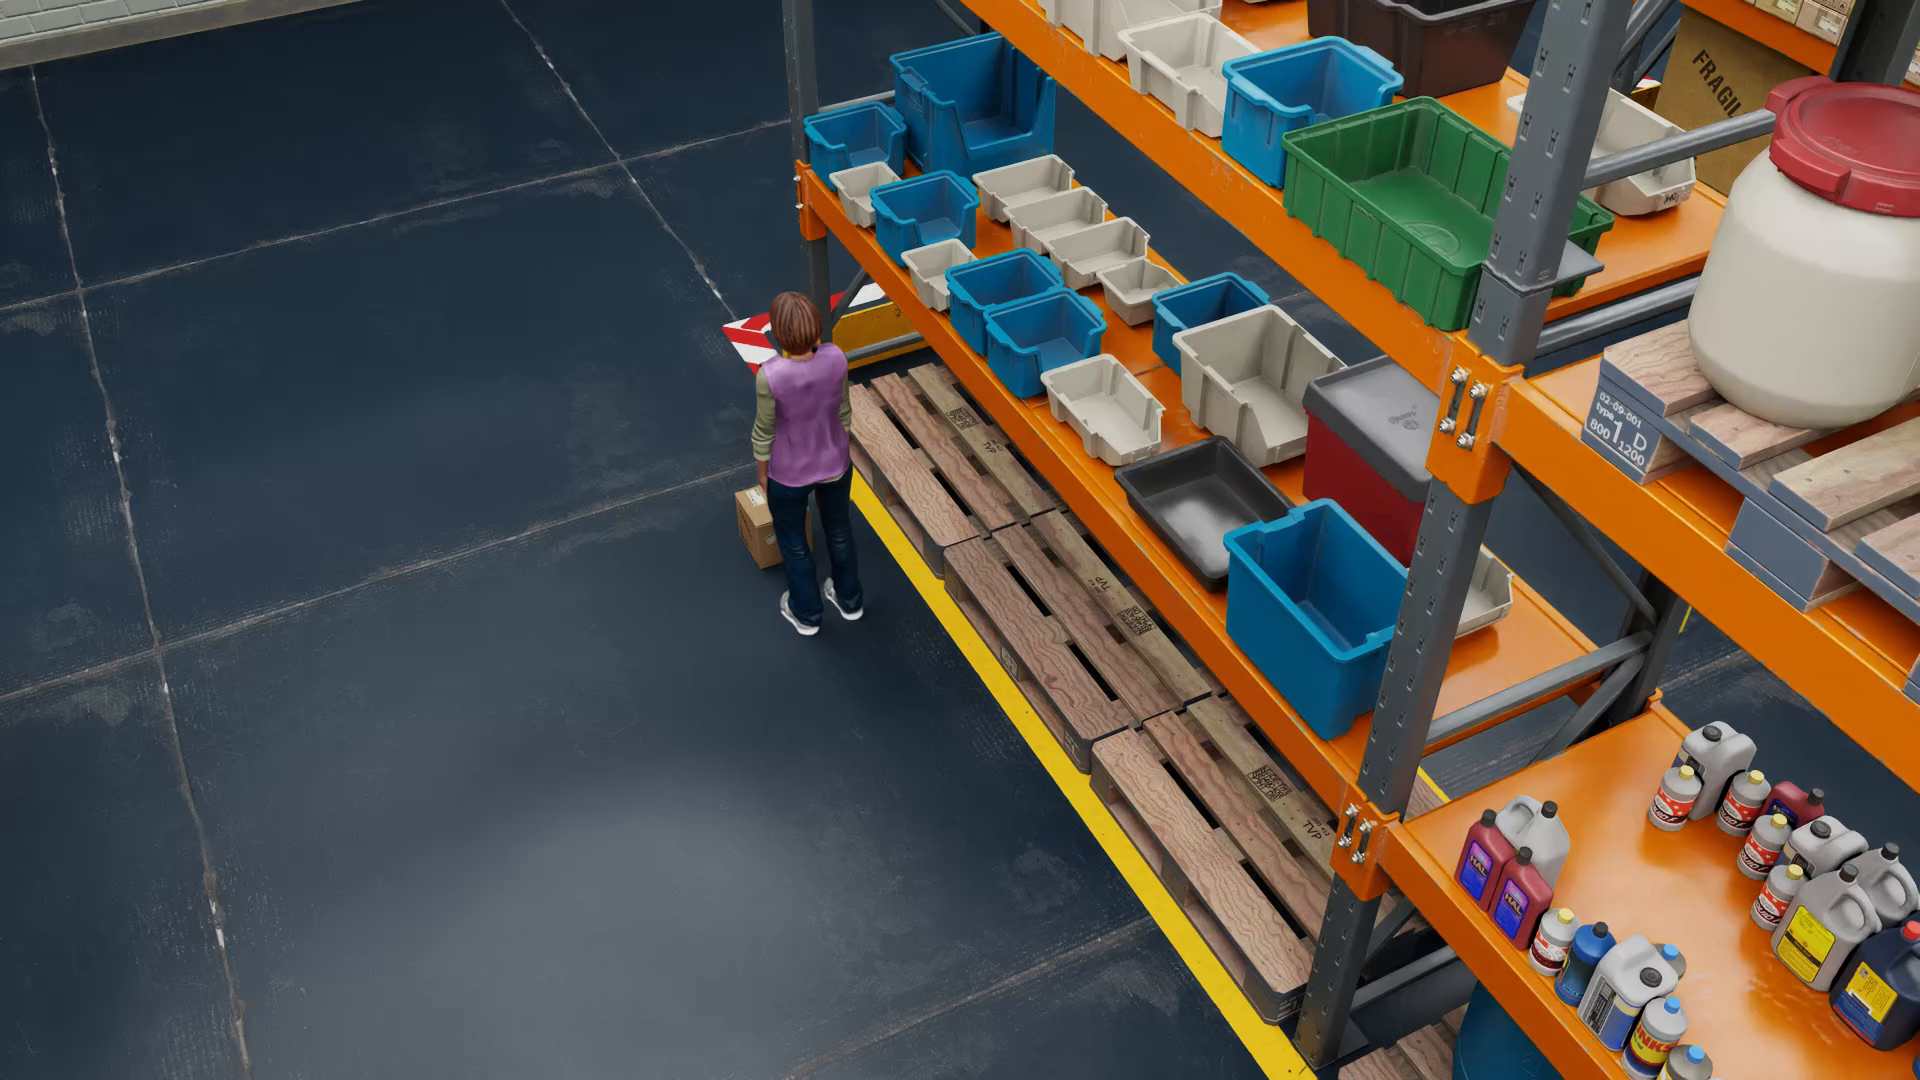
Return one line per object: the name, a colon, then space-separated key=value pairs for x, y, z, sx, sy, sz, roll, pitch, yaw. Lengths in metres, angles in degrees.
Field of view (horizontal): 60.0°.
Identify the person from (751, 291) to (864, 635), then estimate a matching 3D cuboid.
person: x=-0.606 y=-0.283 z=6.487 sx=0.406 sy=1.595 sz=0.305 roll=-18 pitch=45 yaw=-19
